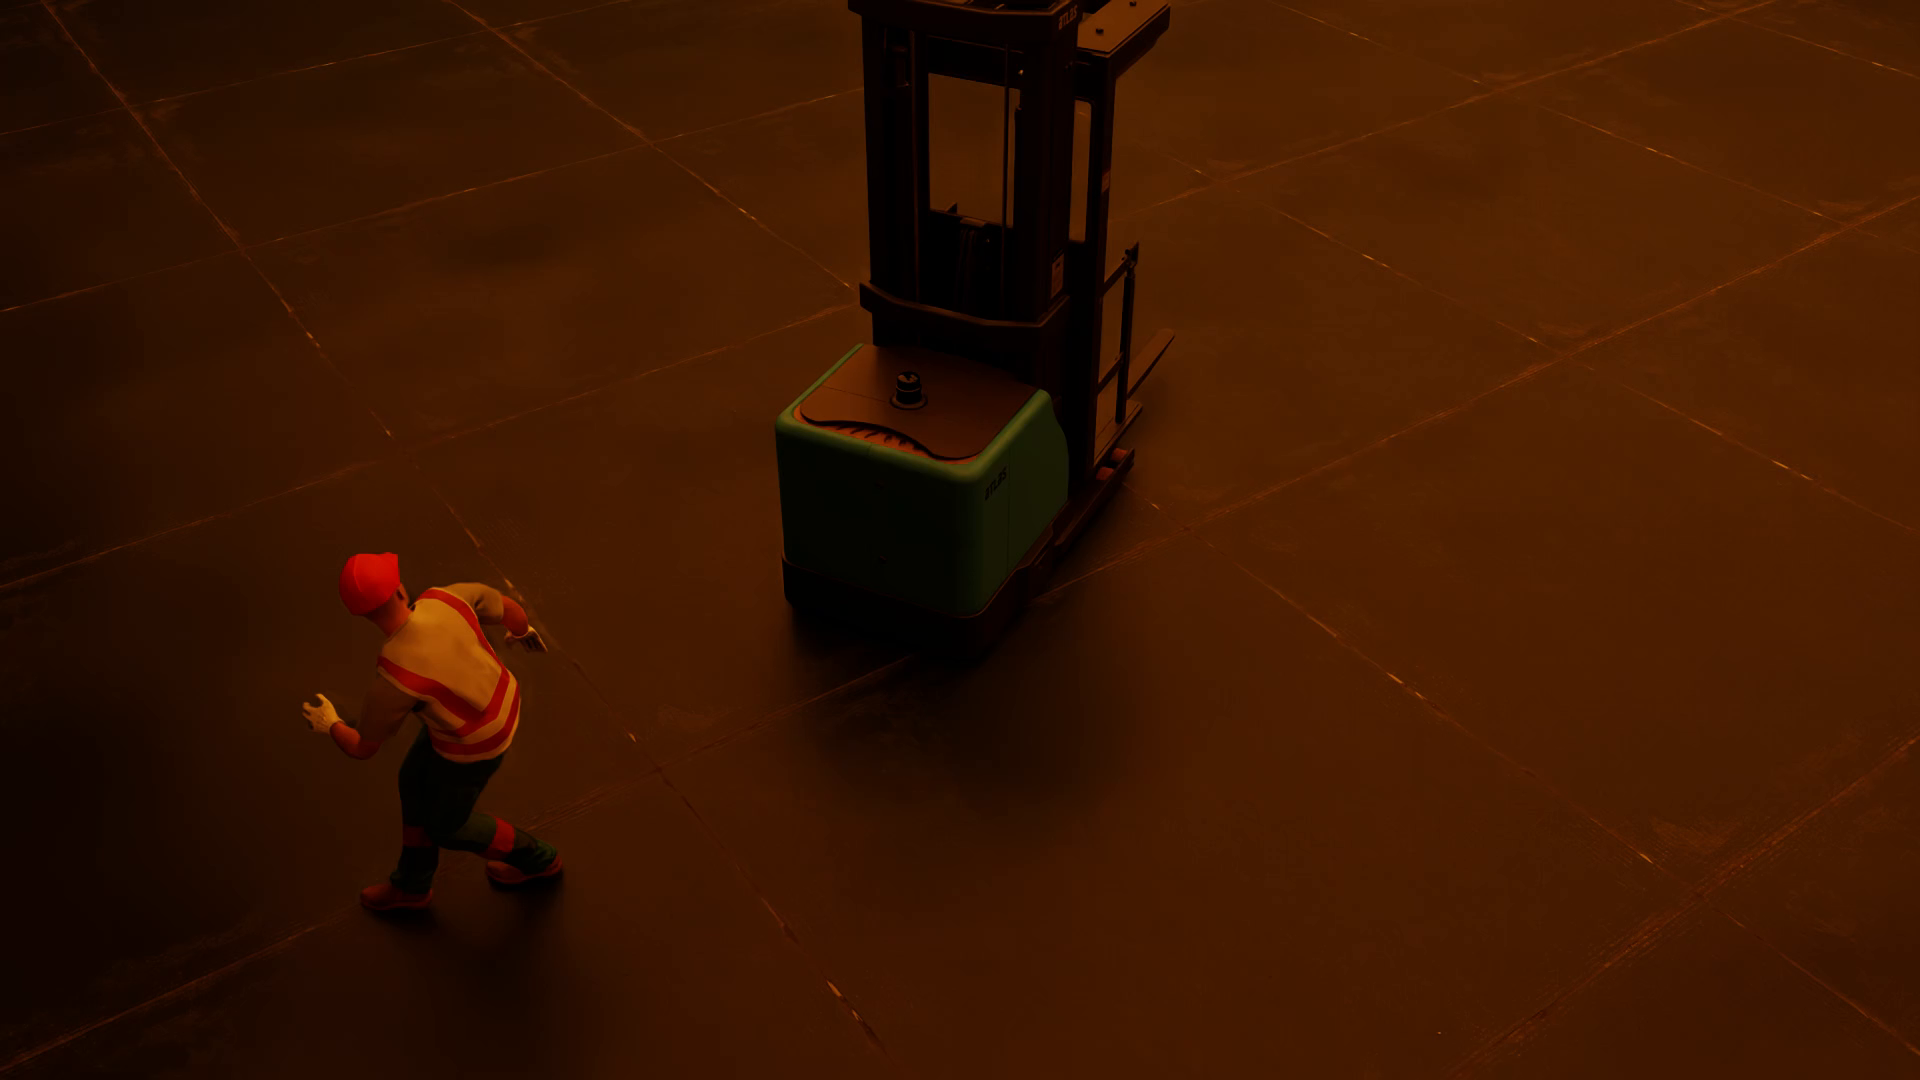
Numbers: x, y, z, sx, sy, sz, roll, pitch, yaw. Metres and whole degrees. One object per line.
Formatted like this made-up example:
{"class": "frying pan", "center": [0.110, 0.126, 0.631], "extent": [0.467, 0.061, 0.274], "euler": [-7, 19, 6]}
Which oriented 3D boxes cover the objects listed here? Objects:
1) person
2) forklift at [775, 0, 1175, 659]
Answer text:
{"class": "person", "center": [-1.983, 0.641, 6.177], "extent": [0.816, 1.629, 0.803], "euler": [1, 36, 1]}
{"class": "forklift", "center": [0.274, -1.503, 7.977], "extent": [1.130, 2.935, 3.031], "euler": [17, 40, 21]}
